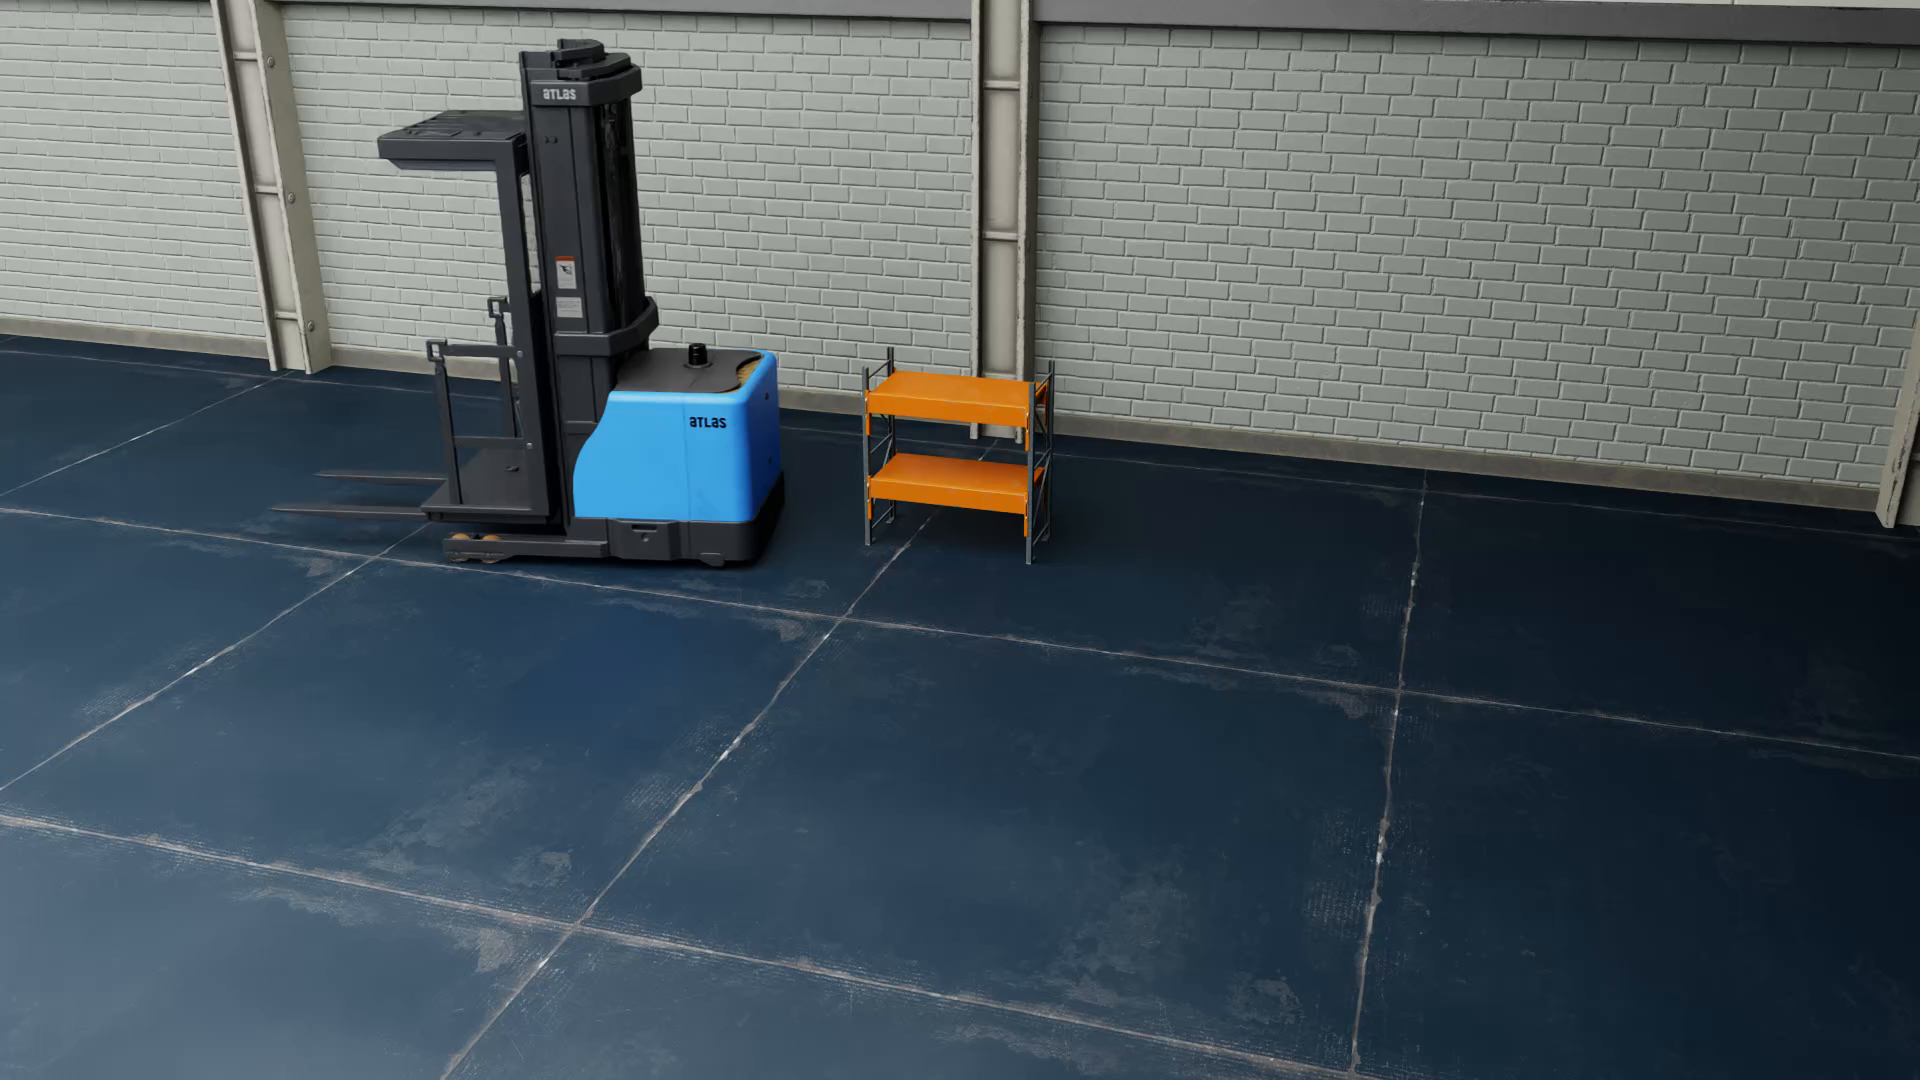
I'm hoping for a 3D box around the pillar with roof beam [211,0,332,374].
[{"bbox_3d":[-6.681,-4.029,8.236,0.400,9.000,9.100,7,23,16],"label":"pillar with roof beam"}]

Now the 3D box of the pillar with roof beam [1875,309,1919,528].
[{"bbox_3d":[4.807,-2.714,5.029,0.400,9.000,9.100,7,23,16],"label":"pillar with roof beam"}]

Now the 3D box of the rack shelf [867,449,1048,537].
[{"bbox_3d":[-0.006,-0.295,10.151,1.000,0.278,0.538,7,23,16],"label":"rack shelf"}]

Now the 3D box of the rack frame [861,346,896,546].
[{"bbox_3d":[-0.493,-0.577,10.194,0.032,1.125,0.500,7,23,16],"label":"rack frame"}]

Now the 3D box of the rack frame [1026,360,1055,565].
[{"bbox_3d":[0.480,-0.465,9.922,0.032,1.125,0.500,7,23,16],"label":"rack frame"}]

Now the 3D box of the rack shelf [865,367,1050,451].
[{"bbox_3d":[-0.006,-0.792,9.947,1.000,0.278,0.538,7,23,16],"label":"rack shelf"}]

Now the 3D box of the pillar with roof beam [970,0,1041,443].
[{"bbox_3d":[-0.937,-3.372,6.632,0.400,9.000,9.100,7,23,16],"label":"pillar with roof beam"}]

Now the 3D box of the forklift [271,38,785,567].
[{"bbox_3d":[-2.668,-1.413,9.853,3.031,2.935,1.130,2,22,5],"label":"forklift"}]

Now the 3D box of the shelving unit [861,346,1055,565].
[{"bbox_3d":[-0.006,-0.521,10.058,1.048,1.125,0.538,7,23,16],"label":"shelving unit"}]
